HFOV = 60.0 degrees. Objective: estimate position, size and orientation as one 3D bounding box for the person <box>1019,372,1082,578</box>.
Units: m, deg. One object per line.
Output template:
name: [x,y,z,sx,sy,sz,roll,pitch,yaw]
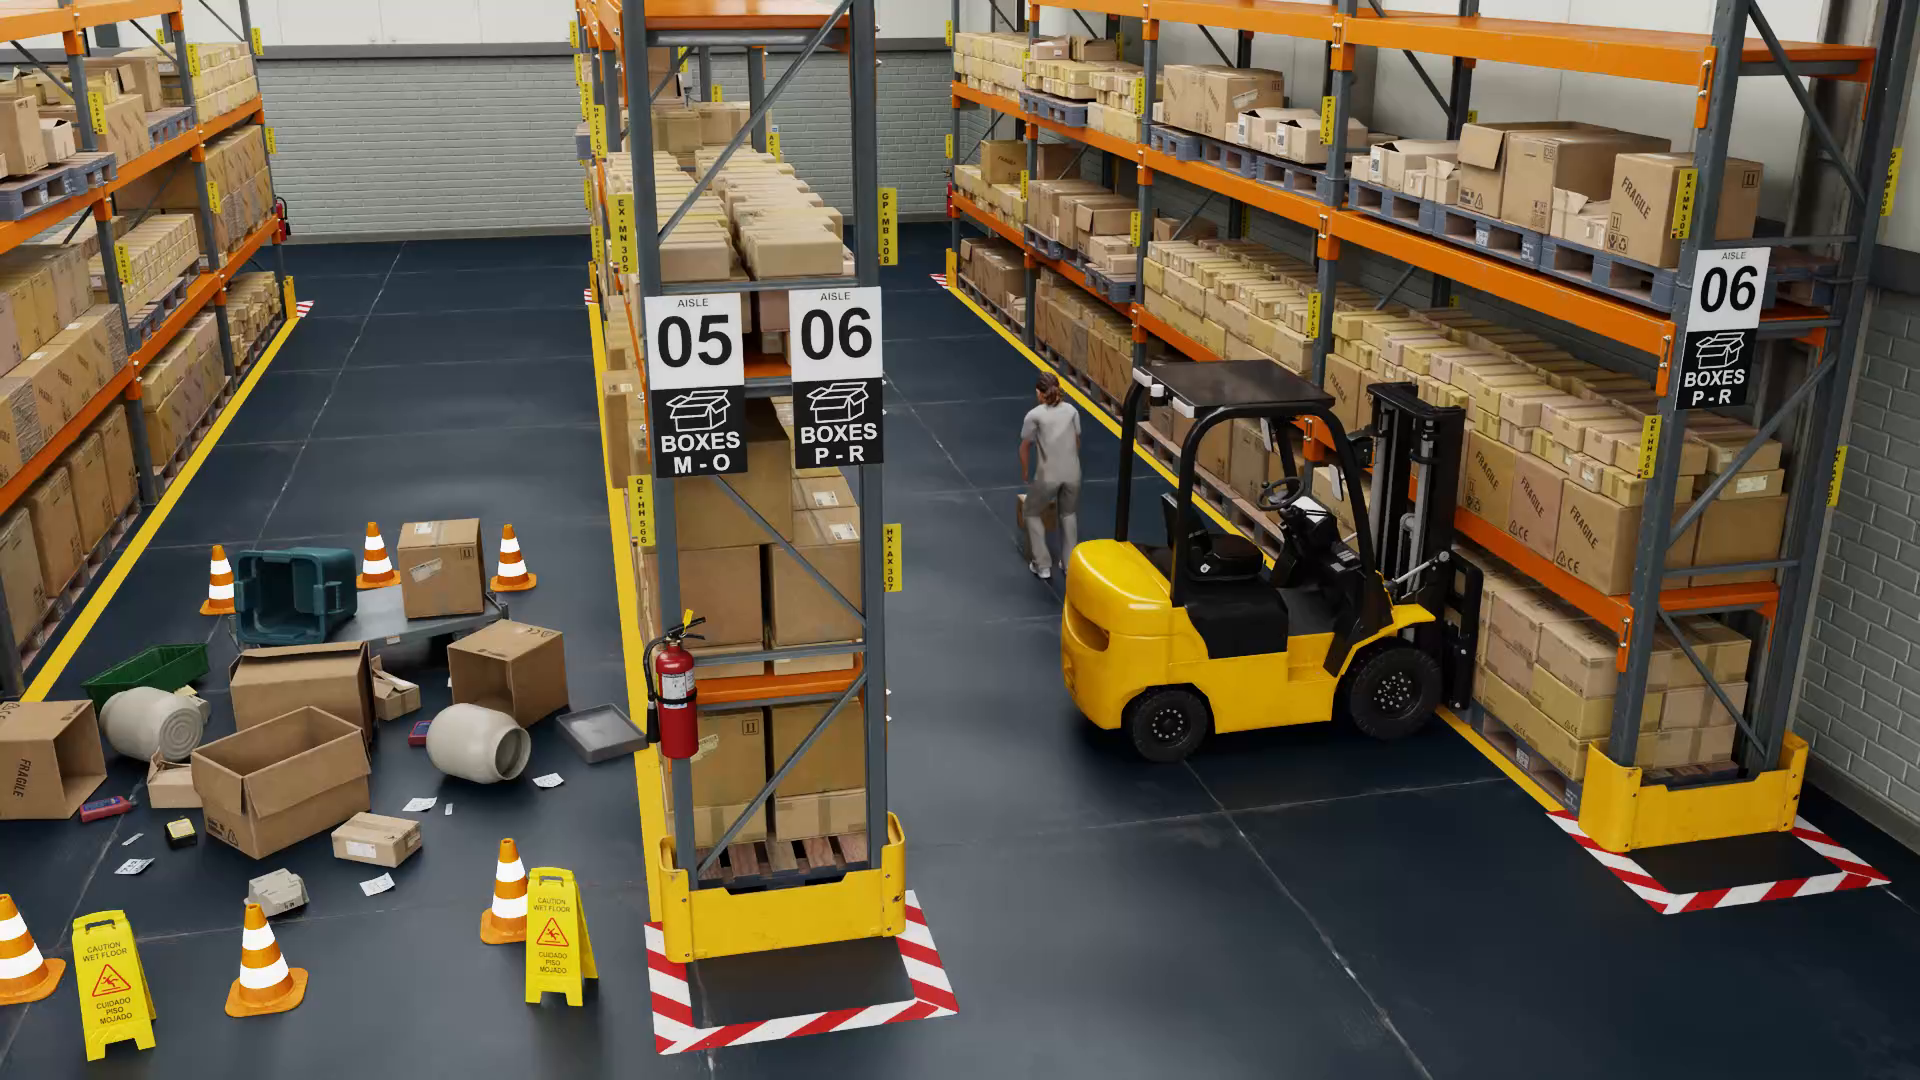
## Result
person: [0.686,-0.487,12.624,0.478,1.556,0.489,-4,20,-11]
